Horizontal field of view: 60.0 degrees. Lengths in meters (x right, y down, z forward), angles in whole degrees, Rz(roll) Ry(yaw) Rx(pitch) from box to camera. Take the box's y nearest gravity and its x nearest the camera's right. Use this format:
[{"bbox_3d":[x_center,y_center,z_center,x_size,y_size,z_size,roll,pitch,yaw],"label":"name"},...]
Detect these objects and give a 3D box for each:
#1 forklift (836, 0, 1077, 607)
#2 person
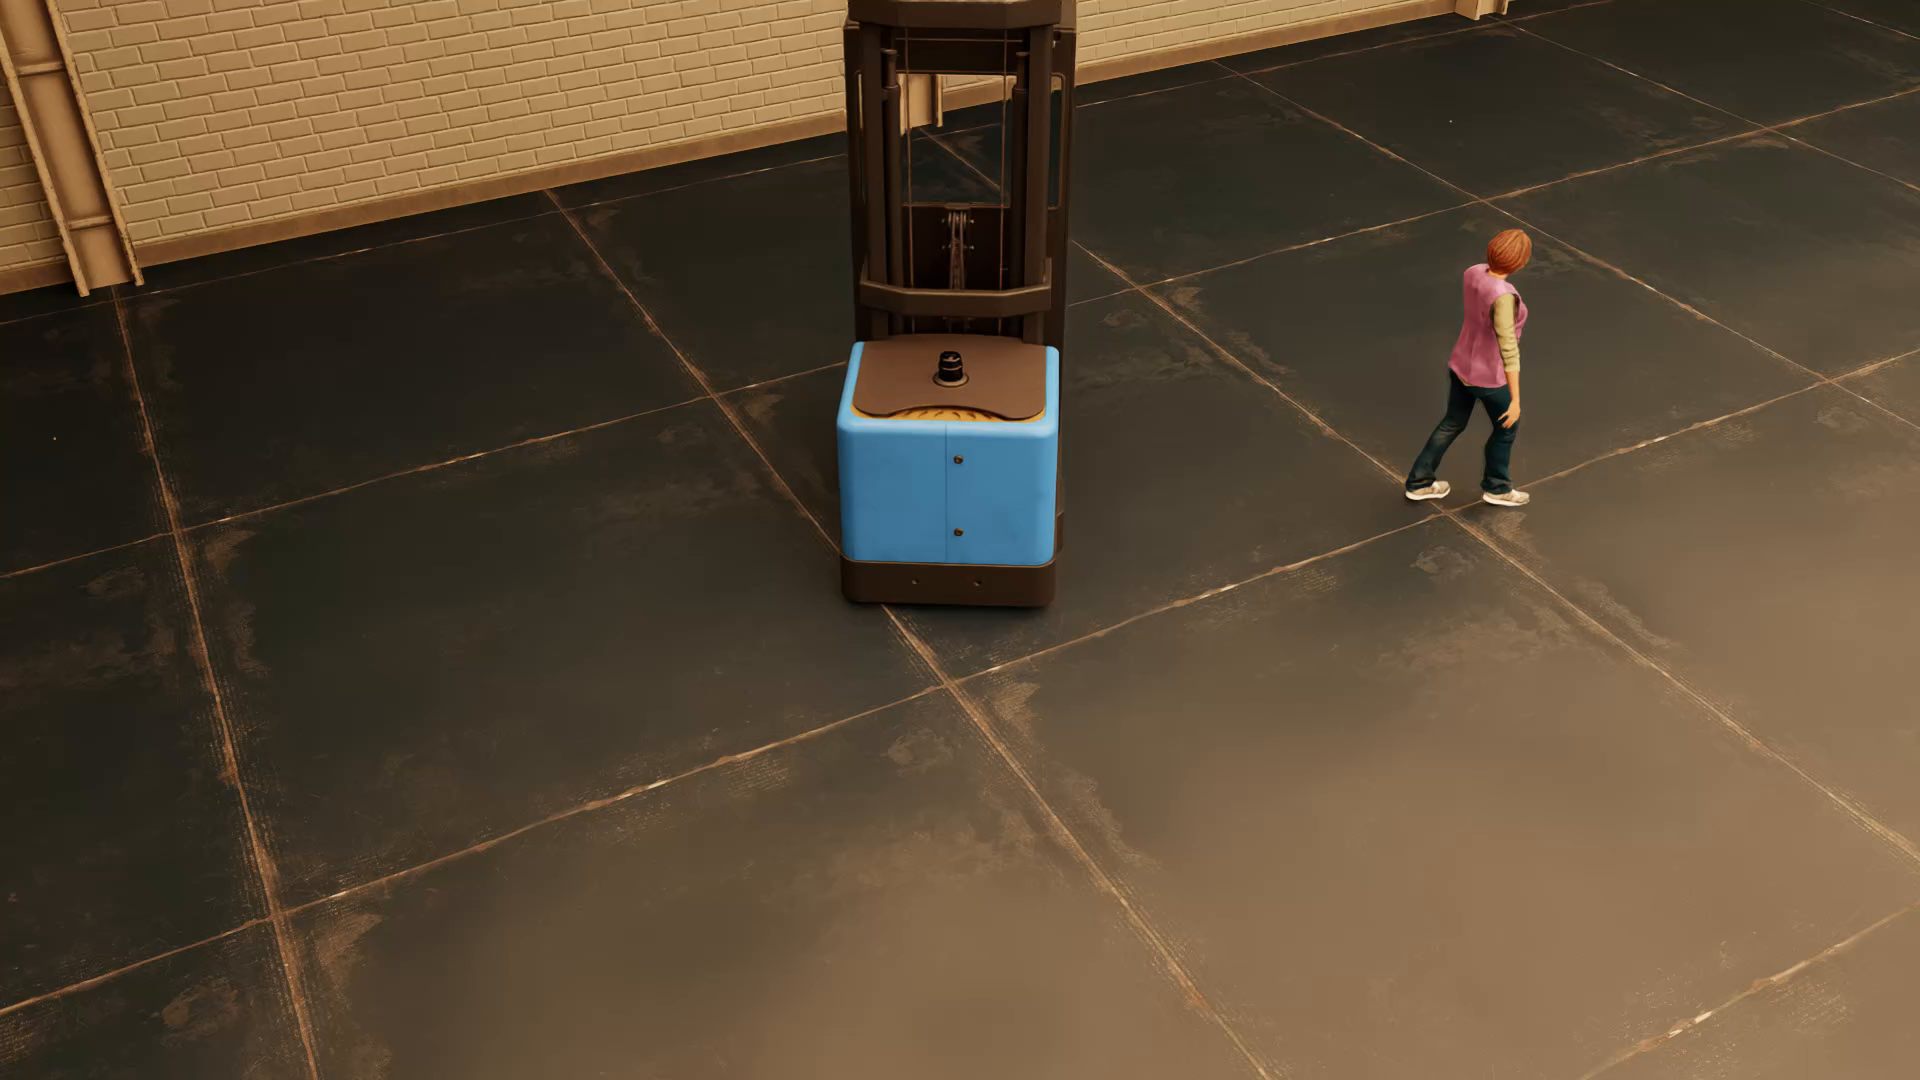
[{"bbox_3d":[0.013,-1.697,8.524,1.130,2.935,3.031,2,35,2],"label":"forklift"},{"bbox_3d":[2.738,-0.843,8.514,0.681,1.583,0.834,-10,37,-14],"label":"person"}]
